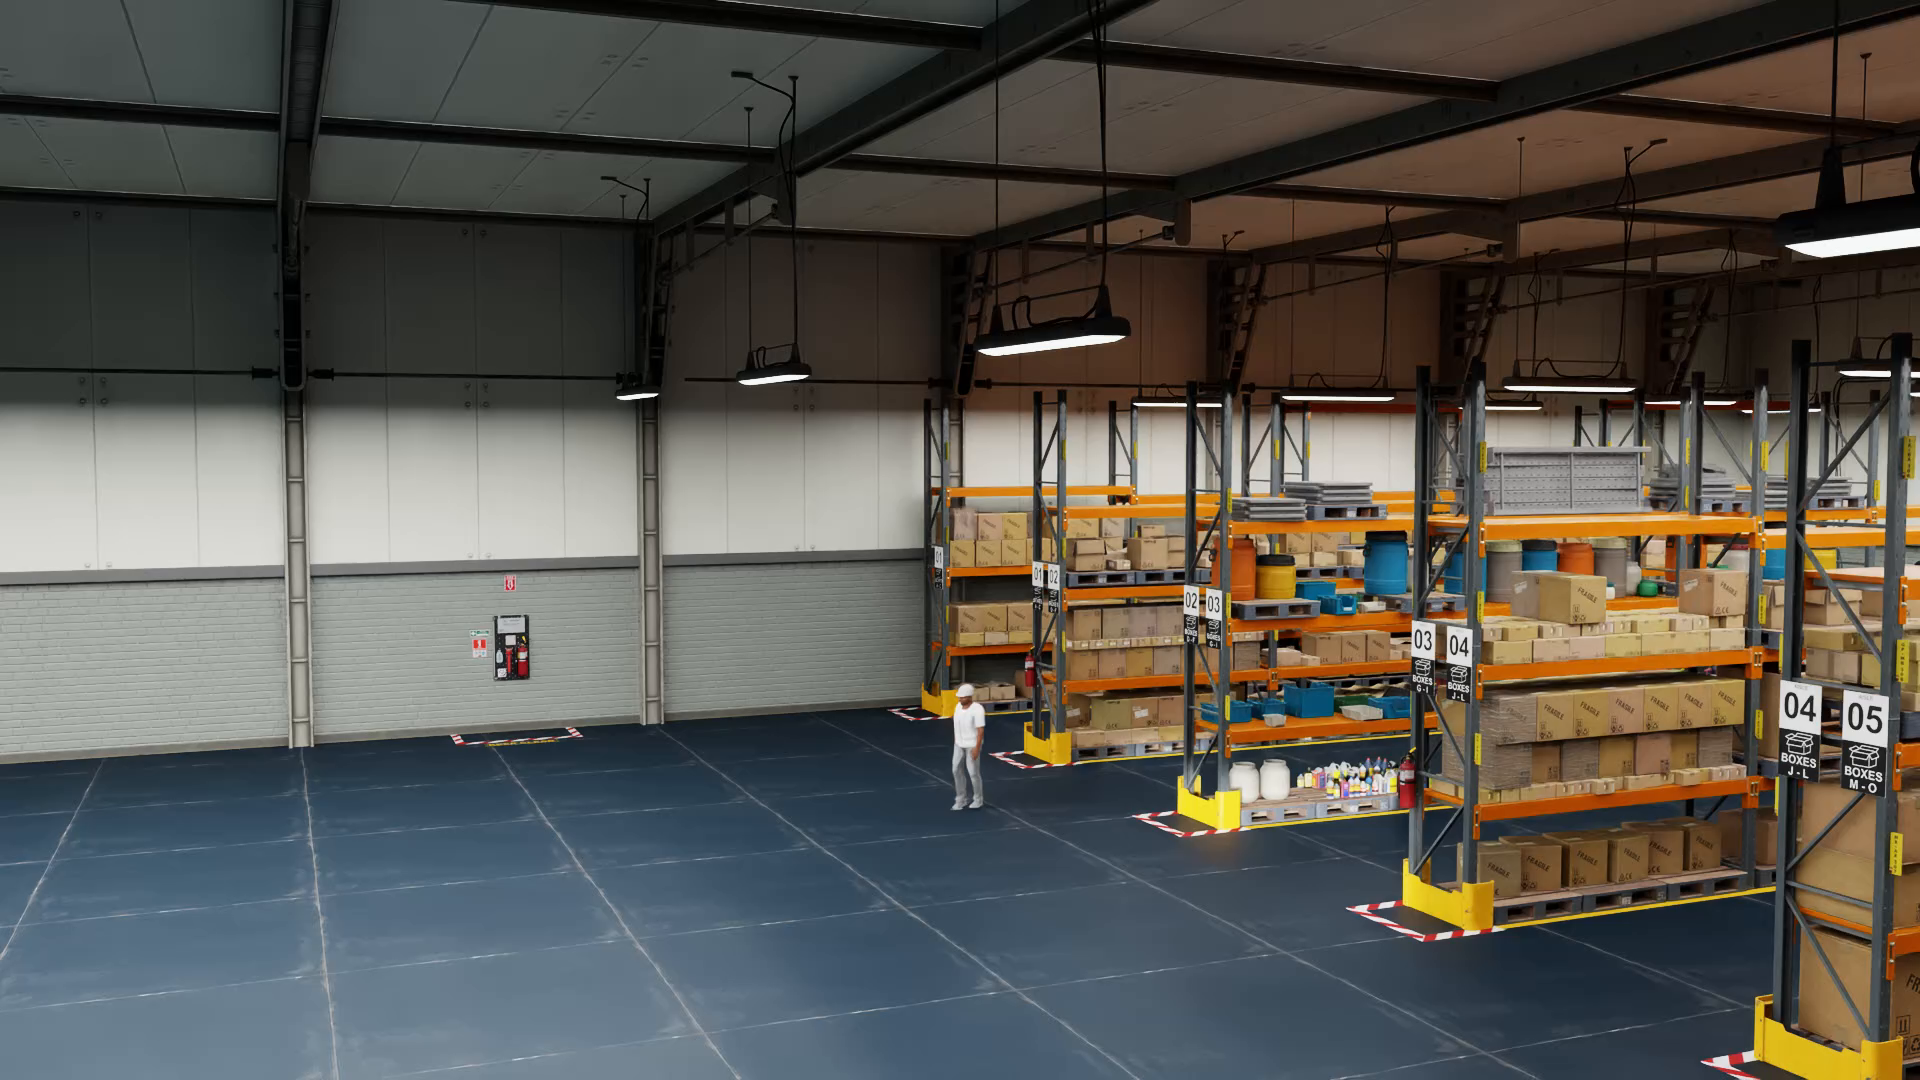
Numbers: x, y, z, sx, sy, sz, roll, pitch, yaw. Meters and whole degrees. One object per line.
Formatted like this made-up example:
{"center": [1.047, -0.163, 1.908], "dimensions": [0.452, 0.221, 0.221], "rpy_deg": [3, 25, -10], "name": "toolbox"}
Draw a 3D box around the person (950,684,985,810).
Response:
{"center": [0.123, 2.927, 23.366], "dimensions": [0.466, 1.845, 0.633], "rpy_deg": [-3, 5, -44], "name": "person"}
